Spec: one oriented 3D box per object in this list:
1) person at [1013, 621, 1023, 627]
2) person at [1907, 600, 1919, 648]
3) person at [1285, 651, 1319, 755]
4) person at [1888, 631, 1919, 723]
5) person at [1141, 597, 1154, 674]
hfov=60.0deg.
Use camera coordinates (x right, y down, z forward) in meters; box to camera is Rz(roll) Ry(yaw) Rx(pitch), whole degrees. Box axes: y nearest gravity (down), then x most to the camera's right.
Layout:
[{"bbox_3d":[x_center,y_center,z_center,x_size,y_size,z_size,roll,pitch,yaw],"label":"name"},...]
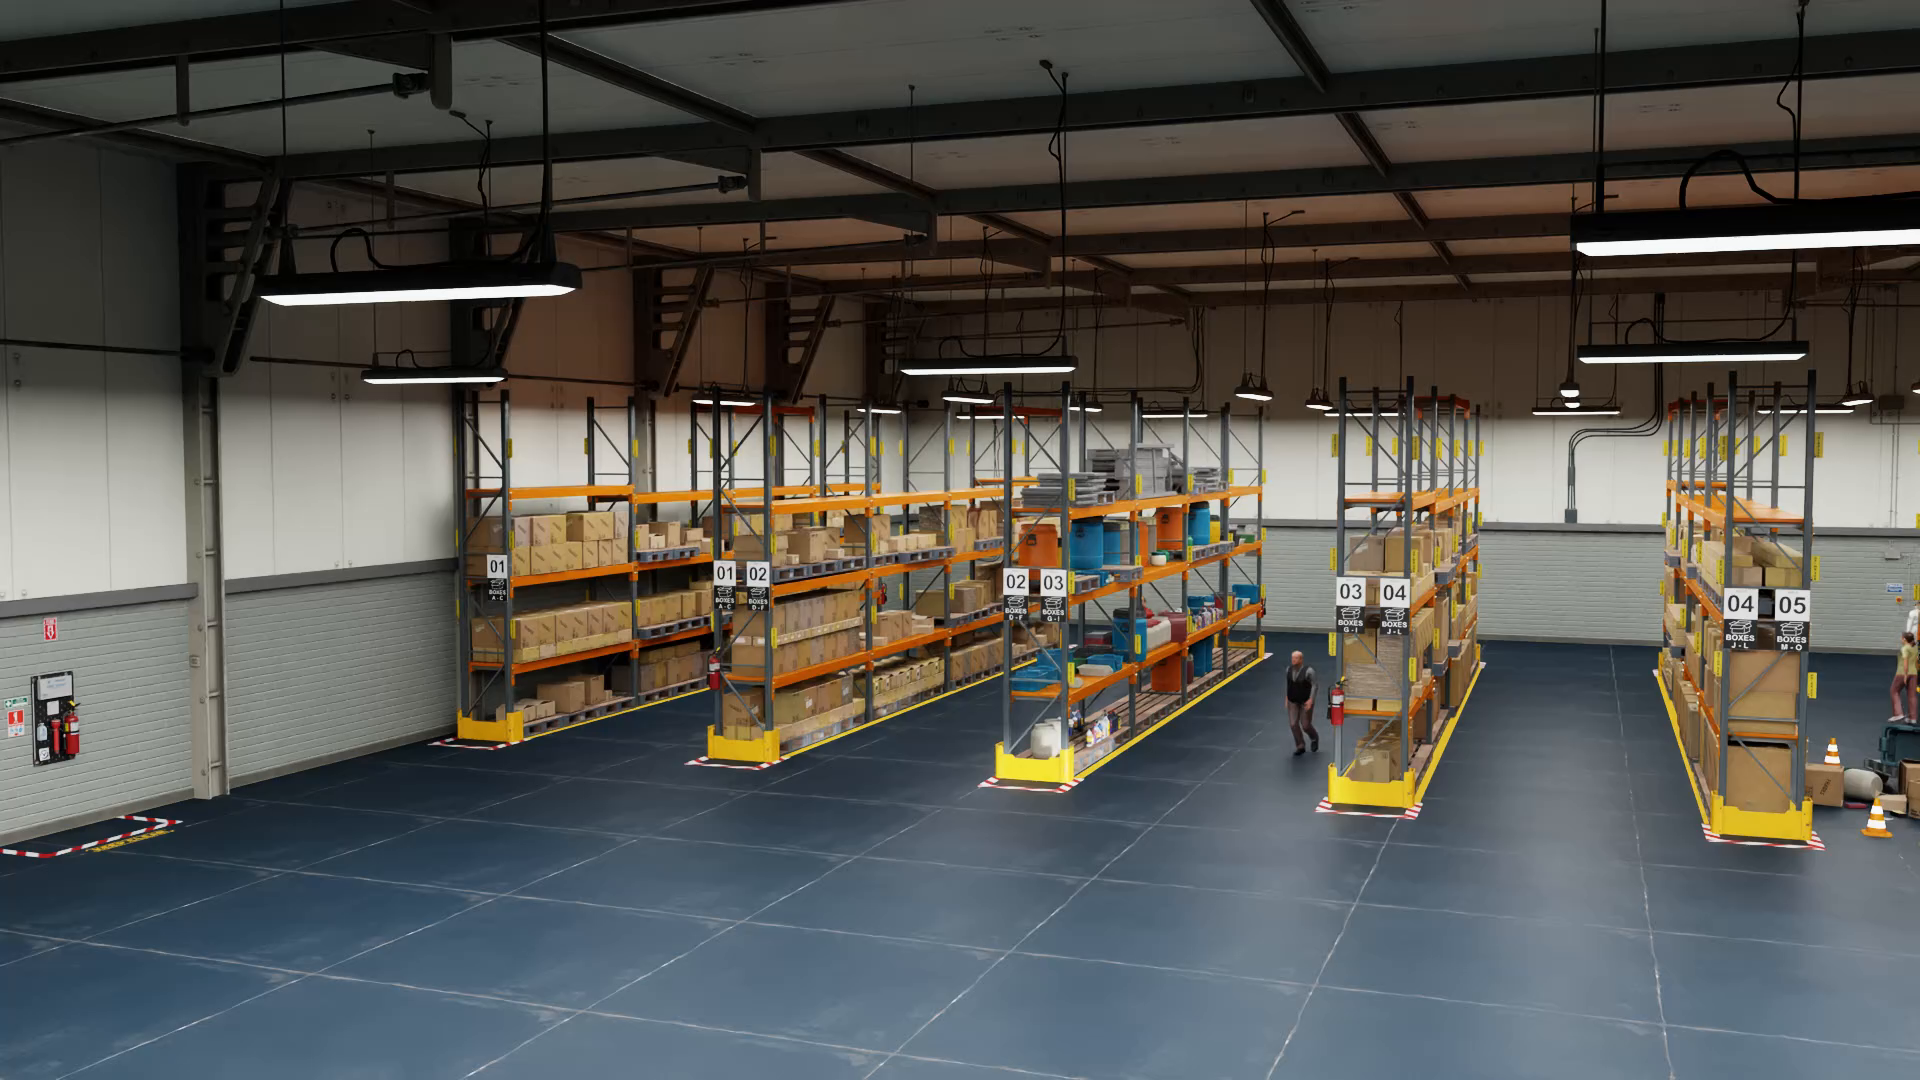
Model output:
[{"bbox_3d":[1.555,1.729,43.059,0.616,1.775,0.638,0,3,6],"label":"person"},{"bbox_3d":[21.413,2.134,37.032,0.526,1.669,0.697,0,3,-6],"label":"person"},{"bbox_3d":[5.639,2.657,27.271,0.602,1.703,0.609,3,4,39],"label":"person"},{"bbox_3d":[17.269,2.517,30.255,0.462,1.692,0.547,0,3,-1],"label":"person"},{"bbox_3d":[4.023,2.108,36.966,0.620,1.664,1.057,2,4,31],"label":"person"}]
